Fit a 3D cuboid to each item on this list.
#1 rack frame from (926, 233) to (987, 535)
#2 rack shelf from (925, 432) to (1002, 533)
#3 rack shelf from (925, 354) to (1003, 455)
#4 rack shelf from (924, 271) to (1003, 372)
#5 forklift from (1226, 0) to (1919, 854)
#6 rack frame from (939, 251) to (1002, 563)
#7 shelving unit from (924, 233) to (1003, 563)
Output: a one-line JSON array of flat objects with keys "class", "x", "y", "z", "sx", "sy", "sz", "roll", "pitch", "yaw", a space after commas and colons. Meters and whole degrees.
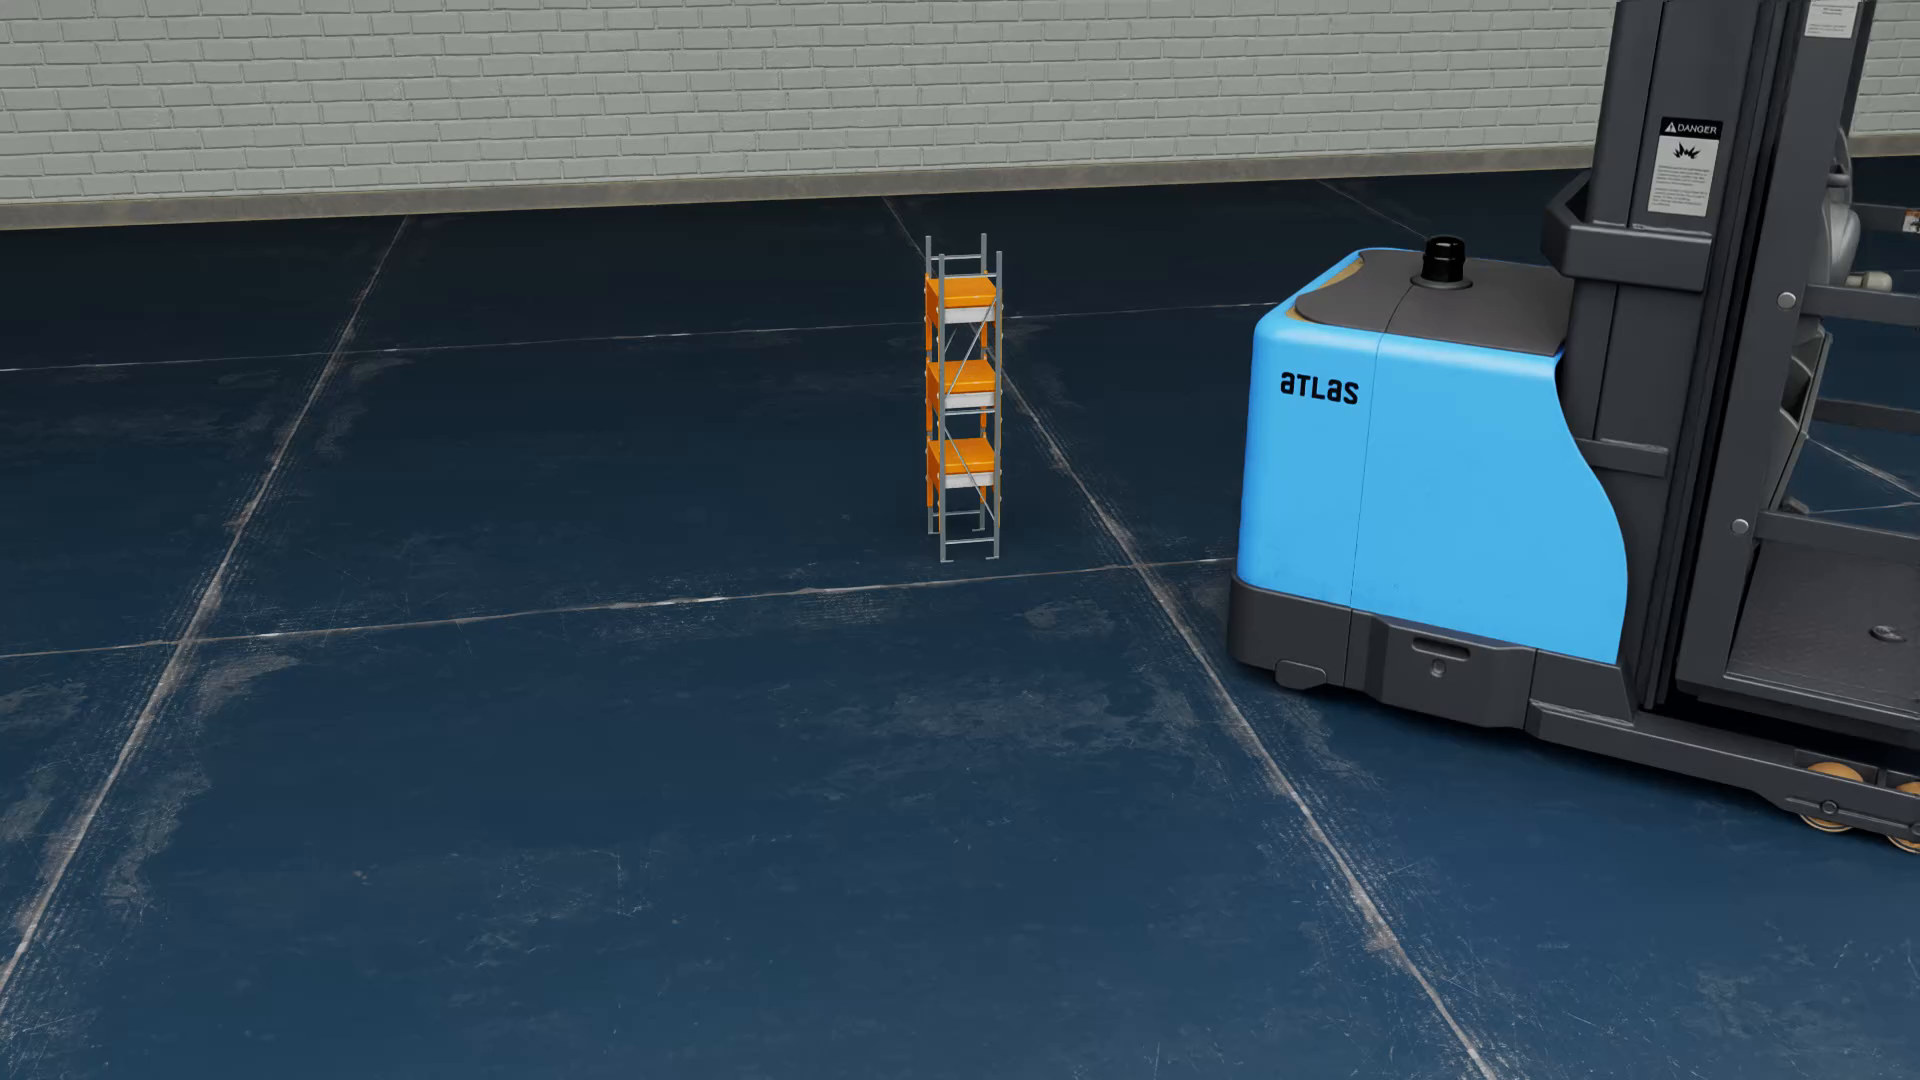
[{"class": "rack frame", "x": -0.013, "y": -0.508, "z": 5.602, "sx": 0.200, "sy": 1.050, "sz": 0.008, "roll": -4, "pitch": 24, "yaw": -10}, {"class": "rack shelf", "x": 0.010, "y": -0.196, "z": 5.607, "sx": 0.215, "sy": 0.259, "sz": 0.240, "roll": -4, "pitch": 24, "yaw": -10}, {"class": "rack shelf", "x": 0.010, "y": -0.450, "z": 5.496, "sx": 0.215, "sy": 0.259, "sz": 0.240, "roll": -4, "pitch": 24, "yaw": -10}, {"class": "rack shelf", "x": 0.010, "y": -0.710, "z": 5.382, "sx": 0.215, "sy": 0.259, "sz": 0.240, "roll": -4, "pitch": 24, "yaw": -10}, {"class": "forklift", "x": 2.315, "y": -0.829, "z": 3.987, "sx": 3.031, "sy": 2.935, "sz": 1.130, "roll": 13, "pitch": 27, "yaw": 26}, {"class": "rack frame", "x": 0.032, "y": -0.412, "z": 5.382, "sx": 0.200, "sy": 1.050, "sz": 0.008, "roll": -4, "pitch": 24, "yaw": -10}, {"class": "shelving unit", "x": 0.010, "y": -0.460, "z": 5.492, "sx": 0.215, "sy": 1.050, "sz": 0.252, "roll": -4, "pitch": 24, "yaw": -10}]
